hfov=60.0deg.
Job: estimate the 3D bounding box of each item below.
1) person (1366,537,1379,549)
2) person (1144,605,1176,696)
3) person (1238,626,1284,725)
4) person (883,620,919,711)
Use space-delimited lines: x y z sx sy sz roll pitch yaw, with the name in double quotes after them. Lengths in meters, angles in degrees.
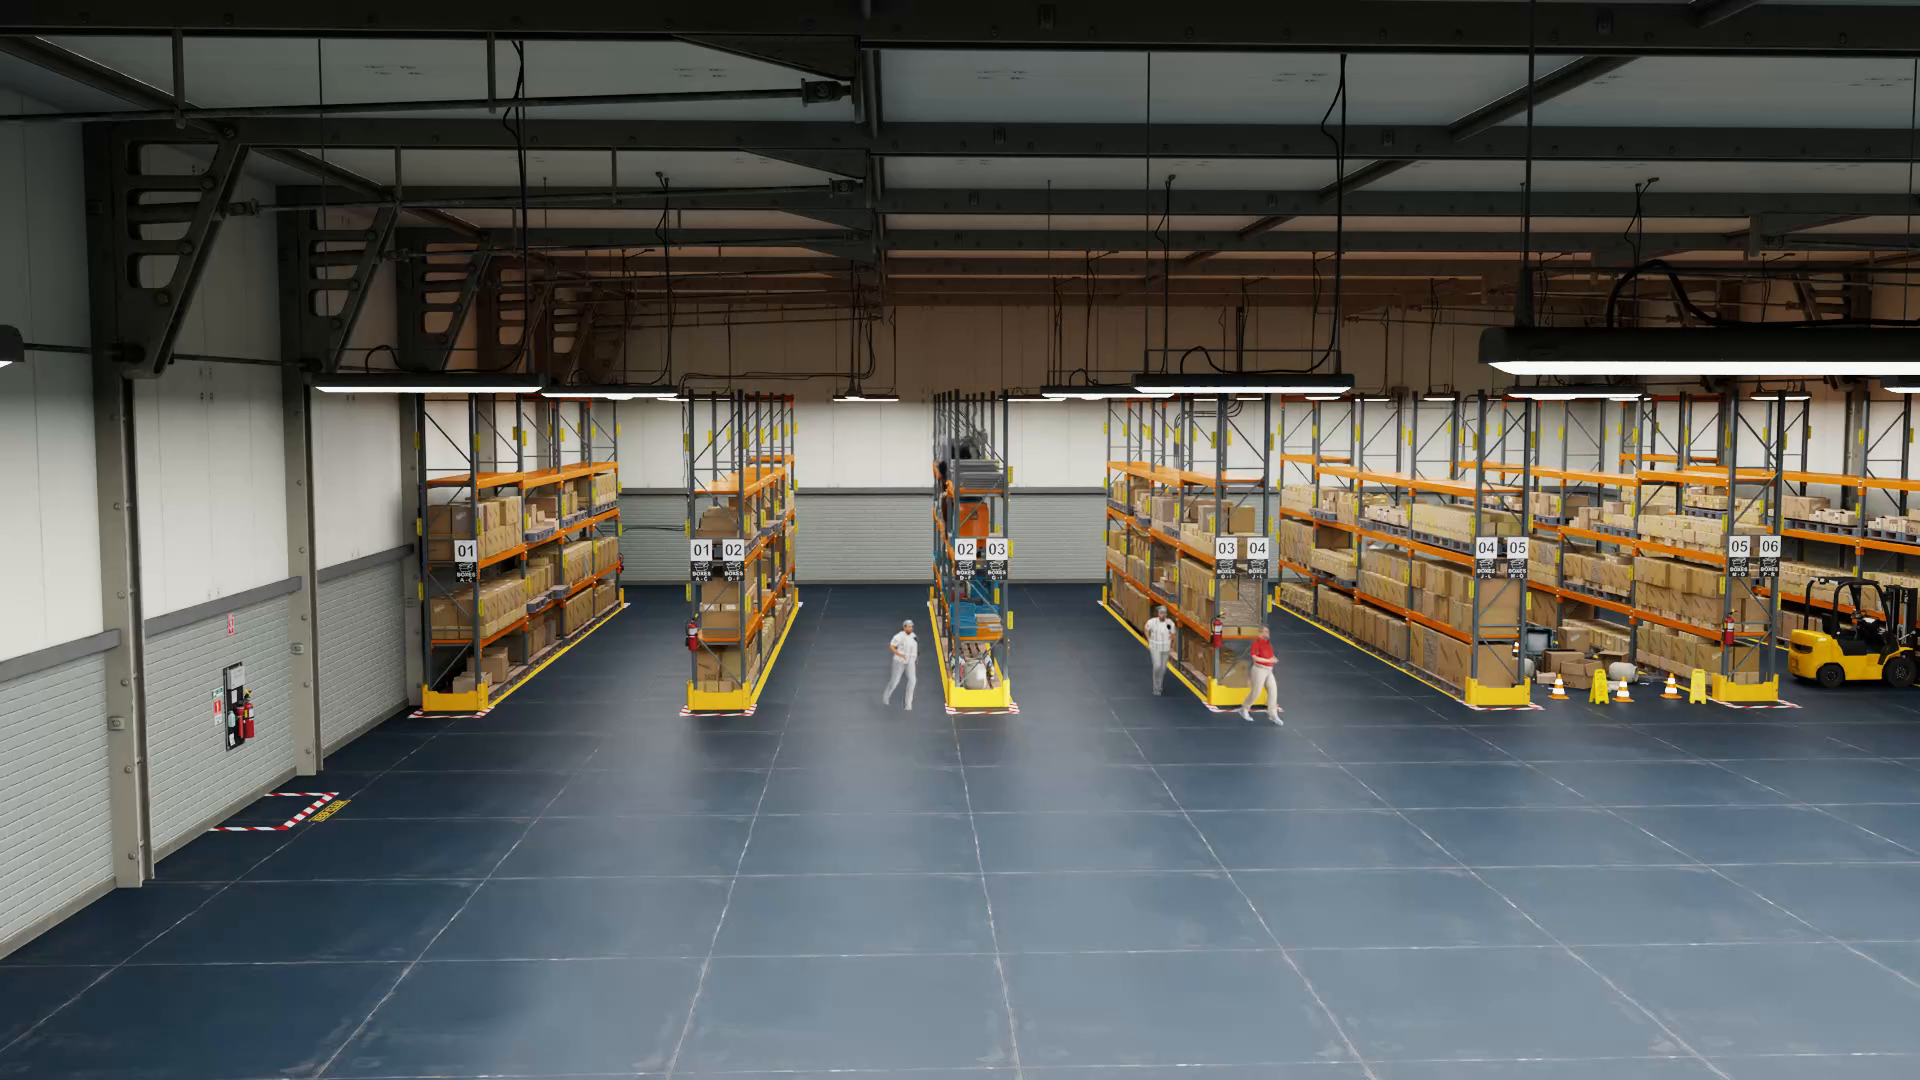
12.203 0.823 49.195 1.004 1.805 0.704 0 5 -1 "person"
3.979 2.181 32.911 0.568 1.826 0.863 -1 5 -12 "person"
5.427 2.413 29.860 0.850 1.760 0.671 4 6 41 "person"
-1.054 2.351 31.408 0.674 1.691 0.810 -3 5 -30 "person"
